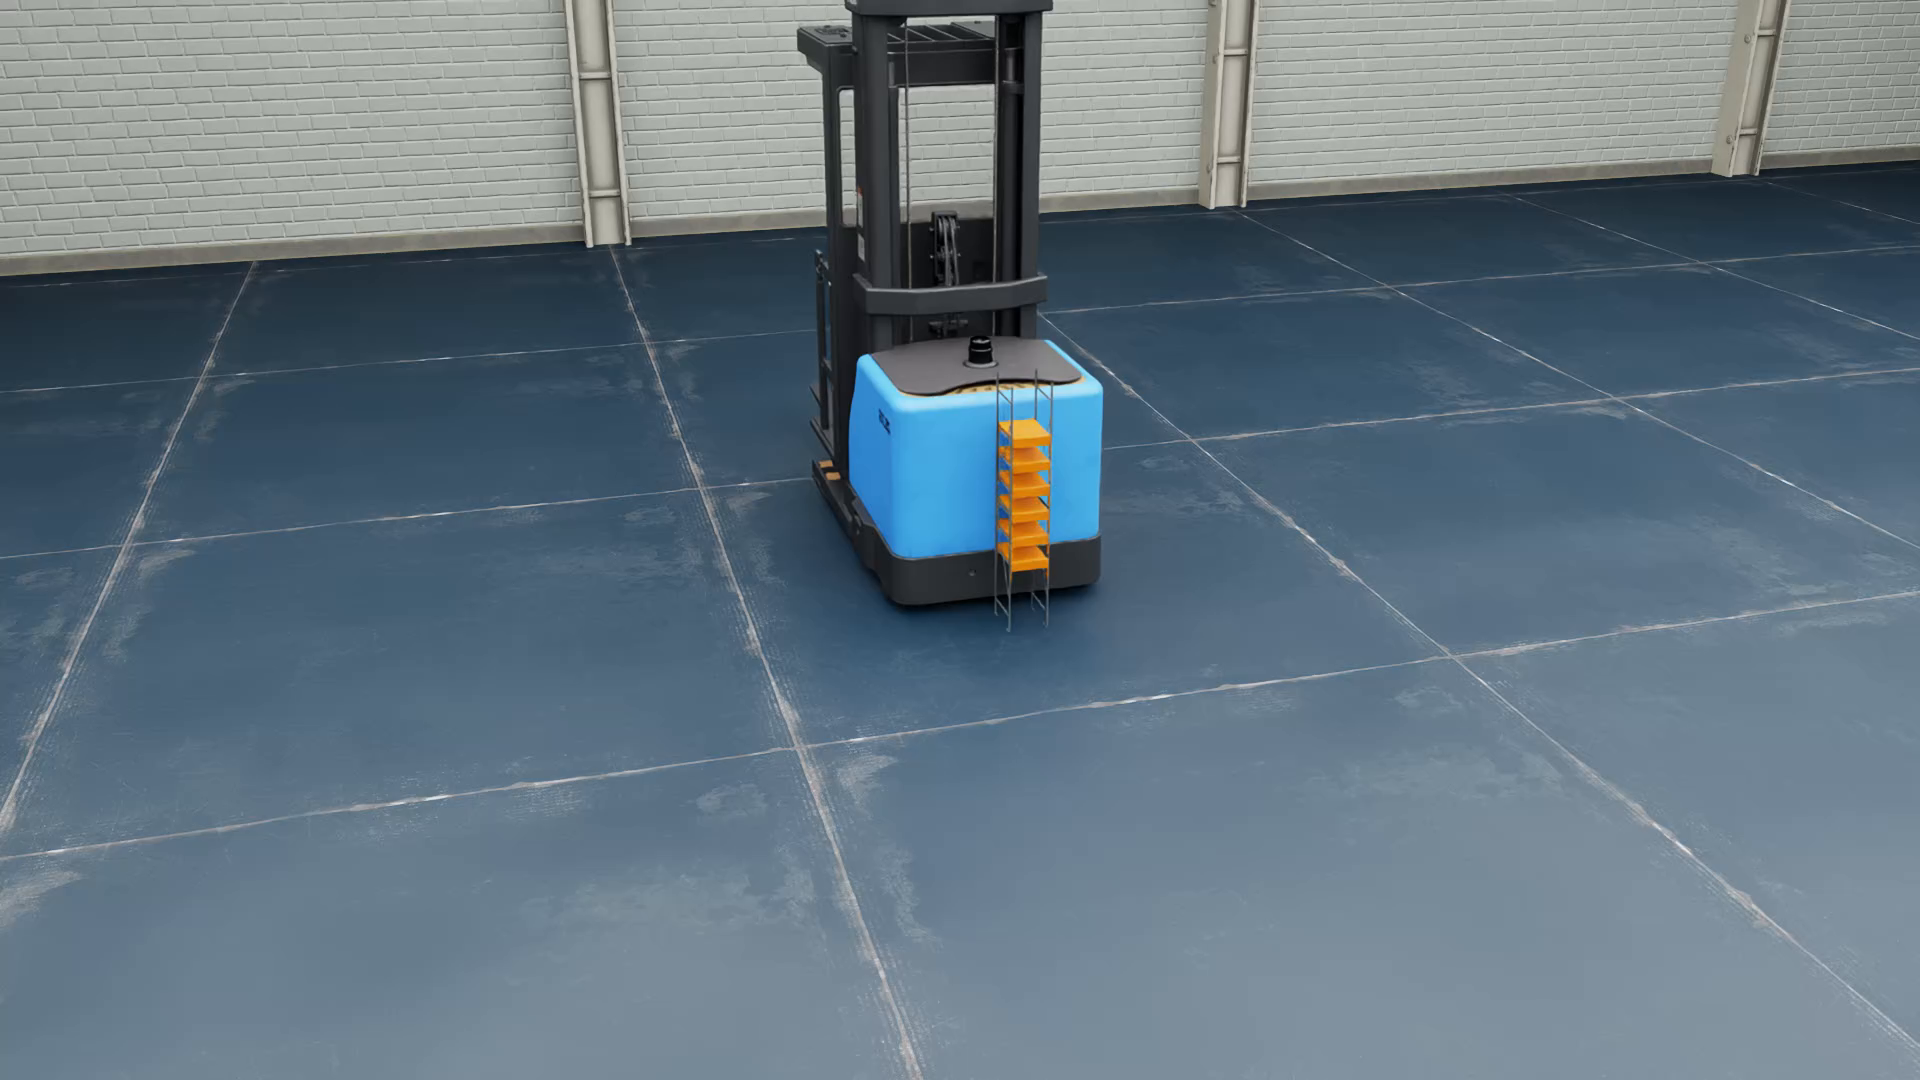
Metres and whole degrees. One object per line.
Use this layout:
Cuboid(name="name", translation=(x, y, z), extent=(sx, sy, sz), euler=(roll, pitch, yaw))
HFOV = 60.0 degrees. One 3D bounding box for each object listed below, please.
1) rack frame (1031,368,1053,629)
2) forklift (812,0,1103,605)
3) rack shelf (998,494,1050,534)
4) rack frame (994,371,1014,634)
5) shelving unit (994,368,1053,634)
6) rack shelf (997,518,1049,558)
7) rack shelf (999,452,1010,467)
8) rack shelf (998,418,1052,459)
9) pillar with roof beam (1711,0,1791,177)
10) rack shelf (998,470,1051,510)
Cuboid(name="rack frame", translation=(0.375, -0.180, 7.648), extent=(0.006, 1.200, 0.240), euler=(-6, 24, -14))
Cuboid(name="forklift", translation=(-0.206, -1.592, 8.744), extent=(1.130, 2.935, 3.031), euler=(-6, 24, -14))
Cuboid(name="rack shelf", translation=(0.287, -0.130, 7.643), extent=(0.180, 0.103, 0.258), euler=(-6, 24, -14))
Cuboid(name="rack frame", translation=(0.199, -0.161, 7.603), extent=(0.006, 1.200, 0.240), euler=(-6, 24, -14))
Cuboid(name="shelving unit", translation=(0.287, -0.171, 7.626), extent=(0.189, 1.200, 0.258), euler=(-6, 24, -14))
Cuboid(name="rack shelf", translation=(0.287, -0.020, 7.691), extent=(0.180, 0.103, 0.258), euler=(-6, 24, -14))
Cuboid(name="rack shelf", translation=(0.287, -0.368, 7.540), extent=(0.166, 0.020, 0.199), euler=(-6, 24, -14))
Cuboid(name="rack shelf", translation=(0.287, -0.460, 7.501), extent=(0.180, 0.103, 0.258), euler=(-6, 24, -14))
Cuboid(name="pillar with roof beam", translation=(9.537, -6.469, 12.413), extent=(0.400, 9.000, 9.100), euler=(-6, 24, -14))
Cuboid(name="rack shelf", translation=(0.287, -0.240, 7.596), extent=(0.180, 0.103, 0.258), euler=(-6, 24, -14))
